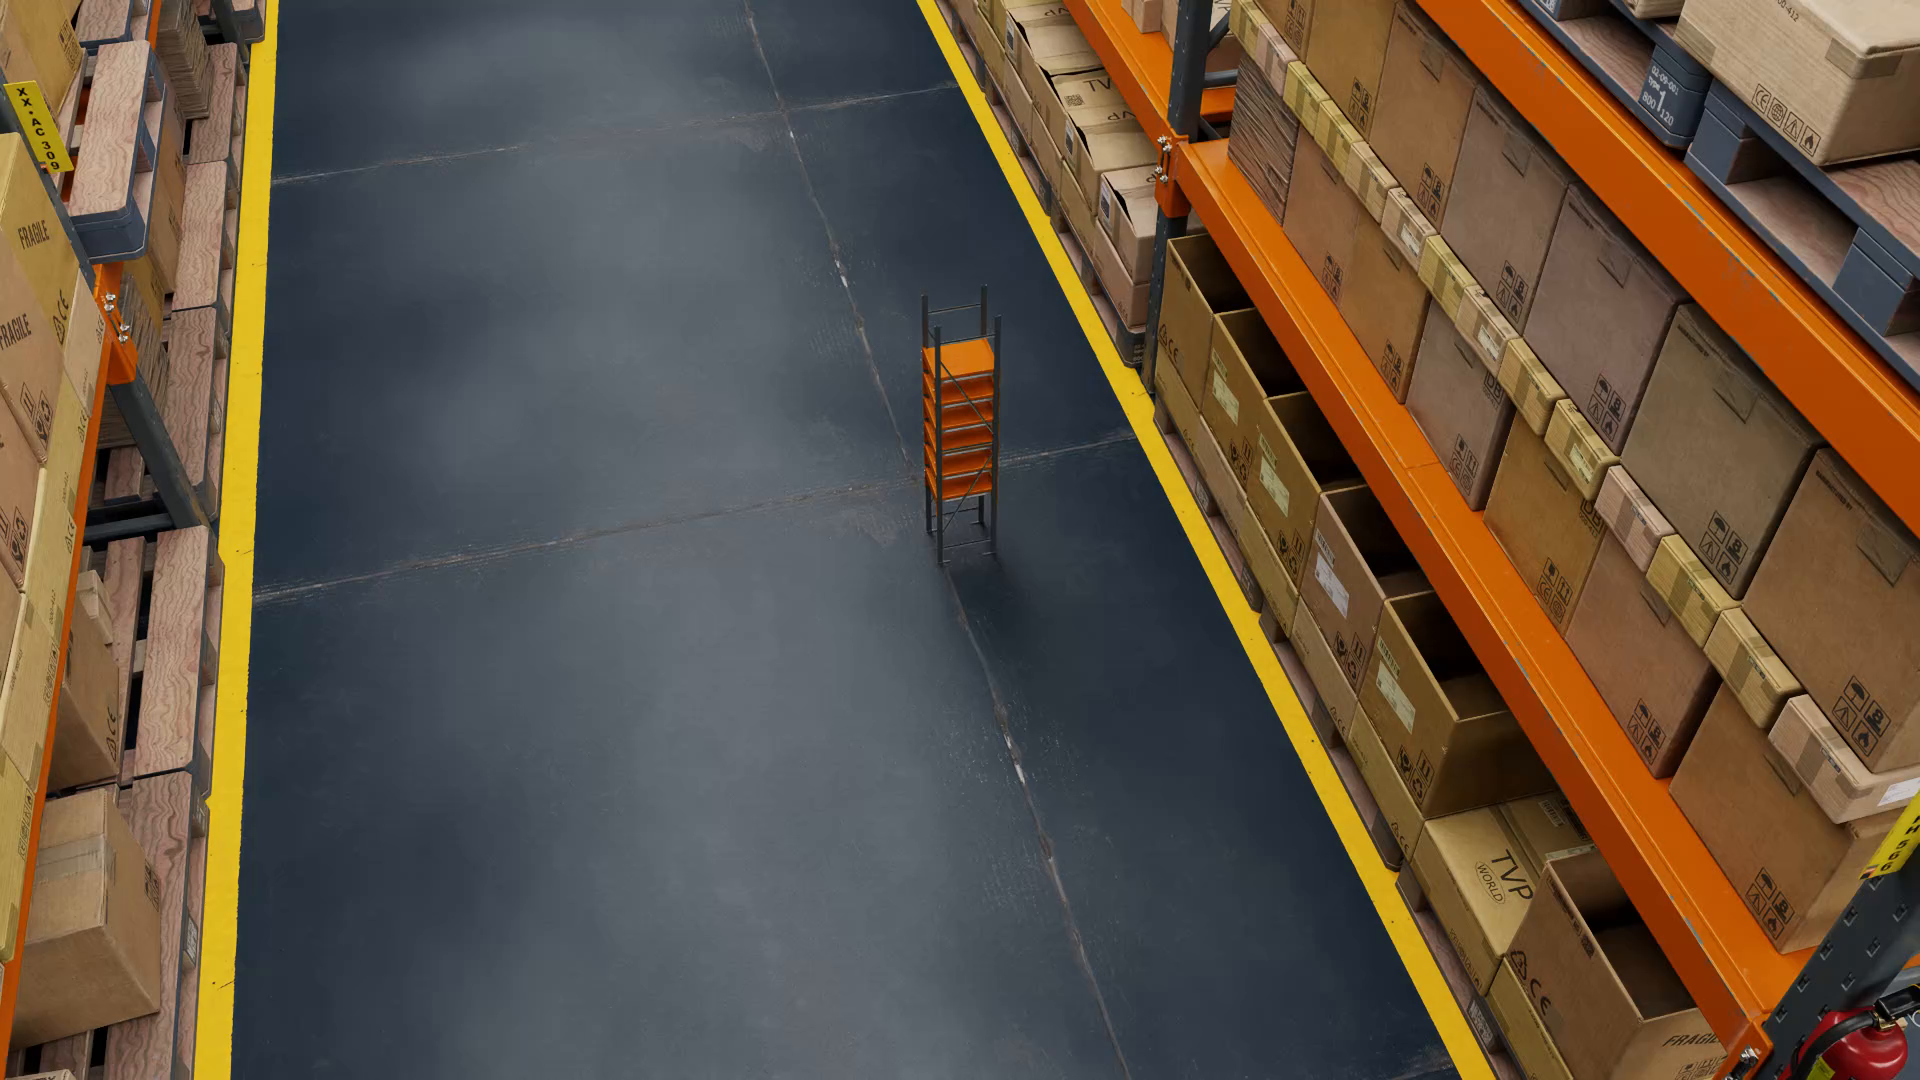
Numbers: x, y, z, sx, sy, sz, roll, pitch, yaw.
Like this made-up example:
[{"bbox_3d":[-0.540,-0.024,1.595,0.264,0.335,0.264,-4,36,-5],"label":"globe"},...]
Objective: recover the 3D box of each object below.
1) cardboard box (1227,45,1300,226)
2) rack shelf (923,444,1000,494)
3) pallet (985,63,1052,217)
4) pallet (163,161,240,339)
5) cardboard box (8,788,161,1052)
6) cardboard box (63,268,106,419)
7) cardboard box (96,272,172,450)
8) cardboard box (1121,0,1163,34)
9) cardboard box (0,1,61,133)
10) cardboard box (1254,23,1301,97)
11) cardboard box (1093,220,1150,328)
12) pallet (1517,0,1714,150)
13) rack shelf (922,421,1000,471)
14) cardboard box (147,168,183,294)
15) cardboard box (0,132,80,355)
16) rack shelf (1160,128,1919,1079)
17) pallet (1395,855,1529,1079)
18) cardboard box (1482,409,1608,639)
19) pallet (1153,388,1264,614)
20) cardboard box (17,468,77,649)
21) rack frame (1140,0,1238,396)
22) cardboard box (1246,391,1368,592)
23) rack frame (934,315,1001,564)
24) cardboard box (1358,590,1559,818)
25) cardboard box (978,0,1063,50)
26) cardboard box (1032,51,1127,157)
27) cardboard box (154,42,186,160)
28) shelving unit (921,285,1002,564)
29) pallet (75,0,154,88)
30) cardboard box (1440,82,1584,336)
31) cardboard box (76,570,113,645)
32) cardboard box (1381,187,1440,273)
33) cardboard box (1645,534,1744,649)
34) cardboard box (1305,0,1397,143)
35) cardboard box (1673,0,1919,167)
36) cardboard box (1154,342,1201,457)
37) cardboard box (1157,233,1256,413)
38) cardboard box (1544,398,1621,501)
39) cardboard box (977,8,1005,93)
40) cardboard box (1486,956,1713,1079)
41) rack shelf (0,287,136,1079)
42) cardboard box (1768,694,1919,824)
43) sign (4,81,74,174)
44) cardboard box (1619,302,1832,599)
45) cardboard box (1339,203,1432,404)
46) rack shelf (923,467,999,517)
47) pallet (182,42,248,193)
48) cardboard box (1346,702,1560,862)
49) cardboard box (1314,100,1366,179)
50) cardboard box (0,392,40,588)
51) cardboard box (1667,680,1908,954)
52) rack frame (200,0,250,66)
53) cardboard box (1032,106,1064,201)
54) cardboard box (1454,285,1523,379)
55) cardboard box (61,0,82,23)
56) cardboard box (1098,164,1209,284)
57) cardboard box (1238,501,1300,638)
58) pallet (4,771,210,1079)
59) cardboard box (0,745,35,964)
[{"bbox_3d":[1.427,-1.552,6.101,0.700,0.500,0.500,-12,47,-11],"label":"cardboard box"},{"bbox_3d":[0.004,-0.295,6.429,0.258,0.103,0.180,-11,47,-10],"label":"rack shelf"},{"bbox_3d":[0.765,-2.192,8.750,1.003,0.211,1.213,-11,47,-10],"label":"pallet"},{"bbox_3d":[-3.997,-1.319,7.895,1.003,0.211,1.213,-11,47,-10],"label":"pallet"},{"bbox_3d":[-2.832,1.165,4.950,0.700,0.500,0.500,-13,47,-13],"label":"cardboard box"},{"bbox_3d":[-3.066,-0.597,5.326,0.500,0.250,0.500,-11,47,-10],"label":"cardboard box"},{"bbox_3d":[-3.685,-0.698,6.776,0.700,0.500,0.500,-9,46,-9],"label":"cardboard box"},{"bbox_3d":[0.905,-2.349,7.045,0.396,0.266,0.258,-12,47,-11],"label":"cardboard box"},{"bbox_3d":[-3.578,-1.460,5.703,0.700,0.500,0.500,-11,47,-10],"label":"cardboard box"},{"bbox_3d":[1.253,-1.690,5.782,0.380,0.149,0.250,-10,46,-10],"label":"cardboard box"},{"bbox_3d":[0.921,-1.240,7.496,0.500,0.250,0.500,-11,47,-11],"label":"cardboard box"},{"bbox_3d":[1.859,-1.416,3.999,1.003,0.211,1.213,-11,47,-10],"label":"pallet"},{"bbox_3d":[0.004,-0.379,6.343,0.258,0.103,0.180,-11,47,-10],"label":"rack shelf"},{"bbox_3d":[-3.957,-1.405,7.469,0.700,0.500,0.500,-10,46,-10],"label":"cardboard box"},{"bbox_3d":[-3.060,-0.861,5.059,0.500,0.500,0.500,-11,47,-10],"label":"cardboard box"},{"bbox_3d":[1.819,-0.189,5.339,1.077,0.370,4.000,-11,47,-10],"label":"rack shelf"},{"bbox_3d":[2.095,1.395,5.235,1.003,0.211,1.213,-11,47,-10],"label":"pallet"},{"bbox_3d":[1.963,-0.126,4.703,0.700,0.500,0.500,-10,46,-10],"label":"cardboard box"},{"bbox_3d":[1.470,-0.289,6.886,1.003,0.211,1.213,-11,47,-10],"label":"pallet"},{"bbox_3d":[-2.803,0.093,4.649,0.500,0.250,0.500,-11,47,-11],"label":"cardboard box"},{"bbox_3d":[1.307,-1.822,6.435,1.000,3.000,0.127,-11,47,-10],"label":"rack frame"},{"bbox_3d":[1.379,-0.201,5.953,0.500,0.500,0.500,-11,47,-10],"label":"cardboard box"},{"bbox_3d":[0.027,-0.347,6.250,0.240,1.200,0.006,-11,47,-10],"label":"rack frame"},{"bbox_3d":[1.636,0.489,5.277,0.500,0.500,0.500,-11,47,-10],"label":"cardboard box"},{"bbox_3d":[0.404,-2.836,8.667,0.500,0.311,0.500,-12,47,-11],"label":"cardboard box"},{"bbox_3d":[0.662,-2.133,7.979,0.500,0.311,0.500,-11,47,-10],"label":"cardboard box"},{"bbox_3d":[-4.250,-2.090,8.140,0.700,0.500,0.500,-11,47,-10],"label":"cardboard box"},{"bbox_3d":[0.004,-0.410,6.312,0.258,1.200,0.189,-11,47,-10],"label":"shelving unit"},{"bbox_3d":[-3.958,-2.249,6.988,1.003,0.211,1.213,-11,47,-10],"label":"pallet"},{"bbox_3d":[1.812,-0.967,4.619,0.700,0.500,0.500,-11,47,-10],"label":"cardboard box"},{"bbox_3d":[-3.314,0.288,6.043,0.380,0.166,0.250,-16,48,-15],"label":"cardboard box"},{"bbox_3d":[1.523,-0.974,5.080,0.380,0.149,0.250,-12,47,-11],"label":"cardboard box"},{"bbox_3d":[1.915,0.092,4.036,0.380,0.149,0.250,-11,47,-11],"label":"cardboard box"},{"bbox_3d":[1.558,-1.657,5.296,0.700,0.500,0.500,-11,47,-10],"label":"cardboard box"},{"bbox_3d":[1.782,-1.001,3.243,0.500,0.250,0.500,-11,47,-10],"label":"cardboard box"},{"bbox_3d":[1.133,-0.631,6.899,0.500,0.250,0.500,-11,47,-10],"label":"cardboard box"},{"bbox_3d":[1.123,-0.892,6.630,0.500,0.500,0.500,-11,47,-10],"label":"cardboard box"},{"bbox_3d":[1.785,-0.264,4.384,0.380,0.149,0.250,-9,46,-9],"label":"cardboard box"},{"bbox_3d":[0.402,-2.648,8.876,0.500,0.250,0.500,-12,47,-11],"label":"cardboard box"},{"bbox_3d":[1.908,1.439,4.871,0.500,0.250,0.500,-11,47,-10],"label":"cardboard box"},{"bbox_3d":[-2.968,0.719,4.449,1.077,0.370,4.000,-11,47,-10],"label":"rack shelf"},{"bbox_3d":[2.049,0.449,3.686,0.380,0.149,0.250,-11,47,-11],"label":"cardboard box"},{"bbox_3d":[-2.958,-1.321,5.339,0.100,0.325,0.005,-11,47,-10],"label":"sign"},{"bbox_3d":[2.071,-0.273,3.939,0.700,0.500,0.500,-12,47,-11],"label":"cardboard box"},{"bbox_3d":[1.693,-0.842,5.405,0.700,0.500,0.500,-10,46,-10],"label":"cardboard box"},{"bbox_3d":[0.004,-0.211,6.515,0.258,0.103,0.180,-11,47,-10],"label":"rack shelf"},{"bbox_3d":[-4.306,-2.160,8.719,1.003,0.211,1.213,-11,47,-10],"label":"pallet"},{"bbox_3d":[1.639,0.751,5.545,0.500,0.250,0.500,-11,47,-10],"label":"cardboard box"},{"bbox_3d":[1.389,-1.331,5.430,0.380,0.149,0.250,-11,47,-11],"label":"cardboard box"},{"bbox_3d":[-2.809,-0.168,4.380,0.500,0.500,0.500,-12,47,-11],"label":"cardboard box"},{"bbox_3d":[2.224,0.580,4.011,0.700,0.500,0.500,-11,47,-10],"label":"cardboard box"},{"bbox_3d":[-4.504,-3.675,8.252,1.000,3.000,0.127,-11,47,-10],"label":"rack frame"},{"bbox_3d":[0.662,-1.943,8.185,0.500,0.250,0.500,-10,46,-9],"label":"cardboard box"},{"bbox_3d":[1.650,-0.622,4.735,0.380,0.149,0.250,-11,47,-11],"label":"cardboard box"},{"bbox_3d":[-3.913,-2.296,6.522,0.700,0.500,0.500,-5,46,-5],"label":"cardboard box"},{"bbox_3d":[0.926,-1.430,7.290,0.500,0.311,0.500,-11,47,-10],"label":"cardboard box"},{"bbox_3d":[1.379,0.061,6.221,0.500,0.250,0.500,-11,47,-10],"label":"cardboard box"},{"bbox_3d":[-2.958,1.363,5.266,1.003,0.211,1.213,-11,47,-10],"label":"pallet"},{"bbox_3d":[-2.546,0.790,3.967,0.500,0.250,0.500,-11,47,-11],"label":"cardboard box"}]
